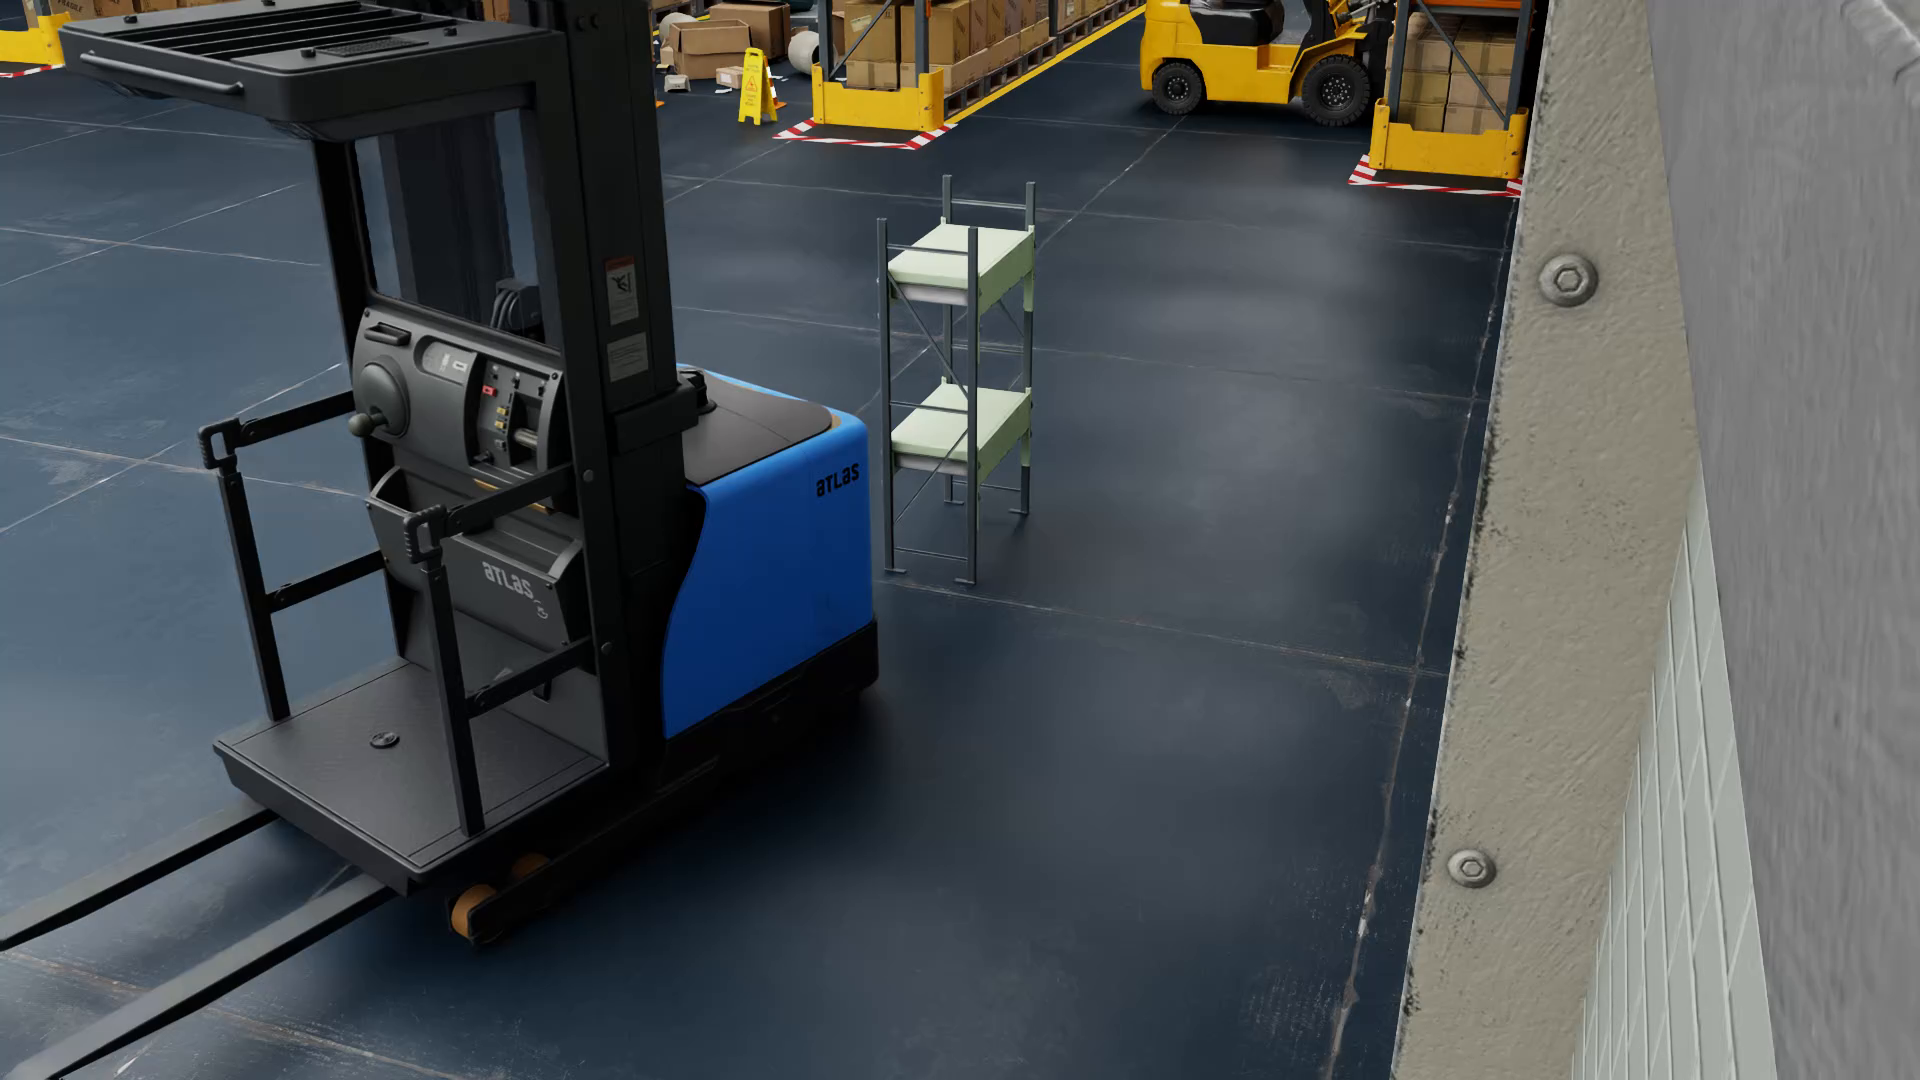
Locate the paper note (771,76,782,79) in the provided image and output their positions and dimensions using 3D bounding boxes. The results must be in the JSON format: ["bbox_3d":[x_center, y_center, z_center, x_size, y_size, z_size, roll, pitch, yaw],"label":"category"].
[{"bbox_3d":[-1.900,-4.742,17.022,0.148,0.019,0.142,20,32,35],"label":"paper note"}]

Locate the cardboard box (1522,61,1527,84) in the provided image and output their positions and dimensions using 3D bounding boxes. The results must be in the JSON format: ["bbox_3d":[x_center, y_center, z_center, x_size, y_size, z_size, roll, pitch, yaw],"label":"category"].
[{"bbox_3d":[5.119,-4.518,15.813,0.500,0.250,0.500,9,27,17],"label":"cardboard box"}]

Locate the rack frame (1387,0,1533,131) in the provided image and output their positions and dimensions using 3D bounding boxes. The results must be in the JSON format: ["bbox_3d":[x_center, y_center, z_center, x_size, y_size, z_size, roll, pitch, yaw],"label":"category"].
[{"bbox_3d":[3.920,-4.361,12.815,1.000,3.000,0.127,9,27,17],"label":"rack frame"}]

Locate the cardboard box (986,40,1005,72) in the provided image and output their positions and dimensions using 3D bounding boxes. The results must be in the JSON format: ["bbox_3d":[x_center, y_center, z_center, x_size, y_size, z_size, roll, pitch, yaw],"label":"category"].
[{"bbox_3d":[0.114,-4.757,16.306,0.500,0.250,0.500,11,28,21],"label":"cardboard box"}]

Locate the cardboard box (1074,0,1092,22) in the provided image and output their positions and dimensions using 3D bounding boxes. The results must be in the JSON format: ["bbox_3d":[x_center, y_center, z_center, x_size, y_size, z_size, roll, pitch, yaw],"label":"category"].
[{"bbox_3d":[0.977,-6.241,19.231,0.950,0.372,0.625,11,28,21],"label":"cardboard box"}]

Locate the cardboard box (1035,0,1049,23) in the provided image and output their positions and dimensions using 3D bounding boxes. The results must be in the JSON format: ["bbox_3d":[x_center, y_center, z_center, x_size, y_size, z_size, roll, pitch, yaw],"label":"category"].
[{"bbox_3d":[0.625,-5.730,17.455,0.500,0.500,0.500,8,27,17],"label":"cardboard box"}]

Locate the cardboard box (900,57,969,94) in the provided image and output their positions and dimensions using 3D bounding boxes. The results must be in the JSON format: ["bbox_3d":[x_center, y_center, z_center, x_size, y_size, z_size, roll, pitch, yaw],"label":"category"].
[{"bbox_3d":[-0.233,-4.322,15.408,0.500,0.250,0.500,9,27,17],"label":"cardboard box"}]

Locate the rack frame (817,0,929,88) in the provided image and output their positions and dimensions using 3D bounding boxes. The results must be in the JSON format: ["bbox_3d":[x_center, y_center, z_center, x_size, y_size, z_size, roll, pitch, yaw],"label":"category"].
[{"bbox_3d":[-0.762,-5.079,14.298,1.000,3.000,0.127,9,27,17],"label":"rack frame"}]

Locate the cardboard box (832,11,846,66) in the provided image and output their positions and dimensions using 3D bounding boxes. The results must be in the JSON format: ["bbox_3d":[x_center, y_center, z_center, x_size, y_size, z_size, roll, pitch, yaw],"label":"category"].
[{"bbox_3d":[-1.071,-5.356,17.735,0.500,0.500,0.500,-14,29,-27],"label":"cardboard box"}]

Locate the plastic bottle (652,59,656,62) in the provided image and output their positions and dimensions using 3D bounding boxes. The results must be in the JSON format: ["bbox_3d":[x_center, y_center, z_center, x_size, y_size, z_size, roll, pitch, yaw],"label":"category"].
[{"bbox_3d":[-3.390,-5.130,17.776,0.283,0.061,0.133,0,26,-1],"label":"plastic bottle"}]

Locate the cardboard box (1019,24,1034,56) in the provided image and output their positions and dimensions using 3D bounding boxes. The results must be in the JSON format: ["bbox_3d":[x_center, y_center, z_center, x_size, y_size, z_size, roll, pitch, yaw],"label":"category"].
[{"bbox_3d":[0.458,-5.172,17.164,0.500,0.250,0.500,8,27,16],"label":"cardboard box"}]

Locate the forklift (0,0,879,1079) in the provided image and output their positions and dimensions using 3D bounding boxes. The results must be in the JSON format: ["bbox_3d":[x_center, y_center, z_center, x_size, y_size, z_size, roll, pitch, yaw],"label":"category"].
[{"bbox_3d":[-1.604,-0.392,4.697,1.130,2.935,3.031,19,32,34],"label":"forklift"}]

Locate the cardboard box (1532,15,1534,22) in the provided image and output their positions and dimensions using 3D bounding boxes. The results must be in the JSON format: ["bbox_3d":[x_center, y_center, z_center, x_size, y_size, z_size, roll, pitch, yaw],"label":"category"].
[{"bbox_3d":[5.282,-4.951,16.134,0.500,0.250,0.500,8,27,16],"label":"cardboard box"}]

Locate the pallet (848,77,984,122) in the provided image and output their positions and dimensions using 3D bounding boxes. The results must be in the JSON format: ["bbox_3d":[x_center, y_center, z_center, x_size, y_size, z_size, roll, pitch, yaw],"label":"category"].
[{"bbox_3d":[-0.433,-4.184,15.649,1.003,0.211,1.213,9,27,17],"label":"pallet"}]

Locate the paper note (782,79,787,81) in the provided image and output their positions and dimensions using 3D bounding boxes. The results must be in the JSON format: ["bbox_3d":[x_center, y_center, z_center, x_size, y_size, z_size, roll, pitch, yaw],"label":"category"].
[{"bbox_3d":[-1.781,-4.676,16.896,0.032,0.001,0.123,9,27,17],"label":"paper note"}]

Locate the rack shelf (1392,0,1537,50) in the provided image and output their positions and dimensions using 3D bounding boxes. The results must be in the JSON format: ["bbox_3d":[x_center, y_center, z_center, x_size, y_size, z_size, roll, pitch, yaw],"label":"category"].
[{"bbox_3d":[4.586,-4.859,14.669,1.077,0.370,4.000,9,27,17],"label":"rack shelf"}]

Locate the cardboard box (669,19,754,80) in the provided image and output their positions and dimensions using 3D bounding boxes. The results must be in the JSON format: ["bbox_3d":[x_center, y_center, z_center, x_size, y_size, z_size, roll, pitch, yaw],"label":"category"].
[{"bbox_3d":[-2.565,-5.044,17.091,0.797,0.503,0.637,-9,27,-18],"label":"cardboard box"}]

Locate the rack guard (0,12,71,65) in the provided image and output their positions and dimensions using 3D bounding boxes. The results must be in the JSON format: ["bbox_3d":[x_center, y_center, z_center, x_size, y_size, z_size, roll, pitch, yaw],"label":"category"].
[{"bbox_3d":[-10.082,-5.422,17.875,1.175,0.500,0.348,9,27,17],"label":"rack guard"}]

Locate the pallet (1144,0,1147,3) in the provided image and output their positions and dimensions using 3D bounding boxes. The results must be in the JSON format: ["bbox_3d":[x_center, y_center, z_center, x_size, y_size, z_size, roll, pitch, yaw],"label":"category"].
[{"bbox_3d":[2.234,-7.425,22.342,1.003,0.211,1.213,9,27,17],"label":"pallet"}]

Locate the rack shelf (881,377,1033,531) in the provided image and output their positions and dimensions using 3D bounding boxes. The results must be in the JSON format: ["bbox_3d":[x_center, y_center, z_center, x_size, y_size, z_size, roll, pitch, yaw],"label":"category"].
[{"bbox_3d":[-0.002,-0.379,7.060,0.431,0.370,0.720,9,27,17],"label":"rack shelf"}]

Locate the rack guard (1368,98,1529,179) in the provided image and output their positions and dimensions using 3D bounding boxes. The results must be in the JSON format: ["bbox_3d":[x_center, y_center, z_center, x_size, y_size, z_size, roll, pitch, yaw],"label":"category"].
[{"bbox_3d":[3.912,-3.226,13.339,1.175,0.500,0.348,9,27,17],"label":"rack guard"}]

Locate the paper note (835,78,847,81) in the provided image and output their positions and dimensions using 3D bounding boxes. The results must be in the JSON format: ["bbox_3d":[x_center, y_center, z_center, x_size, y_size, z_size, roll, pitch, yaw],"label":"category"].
[{"bbox_3d":[-1.196,-4.692,16.907,0.142,0.019,0.148,0,26,-1],"label":"paper note"}]

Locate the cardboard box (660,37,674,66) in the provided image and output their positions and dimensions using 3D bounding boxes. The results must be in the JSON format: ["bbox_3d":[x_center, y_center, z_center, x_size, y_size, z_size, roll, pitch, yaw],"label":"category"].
[{"bbox_3d":[-2.968,-5.195,17.675,0.396,0.266,0.258,14,29,26],"label":"cardboard box"}]

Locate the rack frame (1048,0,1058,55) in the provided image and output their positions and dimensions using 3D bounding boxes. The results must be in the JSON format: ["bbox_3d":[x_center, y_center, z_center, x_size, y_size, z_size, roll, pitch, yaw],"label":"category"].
[{"bbox_3d":[0.569,-6.723,17.693,1.000,3.000,0.127,9,27,17],"label":"rack frame"}]

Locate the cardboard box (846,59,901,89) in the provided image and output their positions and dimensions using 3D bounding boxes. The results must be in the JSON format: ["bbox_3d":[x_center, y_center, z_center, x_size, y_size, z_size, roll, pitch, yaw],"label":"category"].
[{"bbox_3d":[-0.739,-4.412,15.593,0.500,0.250,0.500,9,27,17],"label":"cardboard box"}]

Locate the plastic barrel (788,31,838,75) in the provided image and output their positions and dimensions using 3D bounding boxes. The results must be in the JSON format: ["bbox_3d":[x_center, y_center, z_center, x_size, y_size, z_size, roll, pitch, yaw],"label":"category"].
[{"bbox_3d":[-1.502,-4.988,17.066,0.421,0.421,0.512,-14,29,-27],"label":"plastic barrel"}]

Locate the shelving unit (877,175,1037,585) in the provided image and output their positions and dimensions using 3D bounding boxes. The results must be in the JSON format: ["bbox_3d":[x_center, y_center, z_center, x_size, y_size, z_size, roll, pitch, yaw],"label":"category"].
[{"bbox_3d":[-0.002,-0.672,6.917,0.431,1.500,0.755,9,27,17],"label":"shelving unit"}]

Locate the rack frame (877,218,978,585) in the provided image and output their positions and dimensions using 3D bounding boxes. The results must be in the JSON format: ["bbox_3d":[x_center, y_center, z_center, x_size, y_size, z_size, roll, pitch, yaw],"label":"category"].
[{"bbox_3d":[-0.124,-0.522,6.607,0.400,1.500,0.023,9,27,17],"label":"rack frame"}]

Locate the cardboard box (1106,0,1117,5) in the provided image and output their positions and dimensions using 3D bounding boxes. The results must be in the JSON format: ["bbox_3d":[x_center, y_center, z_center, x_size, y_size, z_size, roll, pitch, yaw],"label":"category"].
[{"bbox_3d":[1.465,-6.838,20.464,0.950,0.372,0.625,8,27,16],"label":"cardboard box"}]

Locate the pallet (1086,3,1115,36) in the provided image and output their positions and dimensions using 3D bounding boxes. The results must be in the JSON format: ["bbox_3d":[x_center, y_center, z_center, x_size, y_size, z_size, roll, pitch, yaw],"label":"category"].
[{"bbox_3d":[1.231,-6.291,20.001,1.003,0.211,1.213,9,27,17],"label":"pallet"}]

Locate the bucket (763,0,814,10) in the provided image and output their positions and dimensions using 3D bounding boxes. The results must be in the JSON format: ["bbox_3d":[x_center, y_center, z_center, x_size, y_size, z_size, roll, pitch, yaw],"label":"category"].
[{"bbox_3d":[-2.004,-6.220,18.666,0.726,0.611,0.620,20,22,35],"label":"bucket"}]

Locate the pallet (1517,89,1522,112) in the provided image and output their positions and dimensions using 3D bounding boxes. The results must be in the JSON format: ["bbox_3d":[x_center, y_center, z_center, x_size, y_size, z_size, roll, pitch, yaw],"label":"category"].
[{"bbox_3d":[4.543,-3.926,15.116,1.003,0.211,1.213,9,27,17],"label":"pallet"}]

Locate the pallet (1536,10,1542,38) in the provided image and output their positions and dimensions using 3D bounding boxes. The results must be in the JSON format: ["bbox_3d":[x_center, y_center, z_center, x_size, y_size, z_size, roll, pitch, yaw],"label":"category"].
[{"bbox_3d":[6.271,-6.061,19.525,1.003,0.211,1.213,9,27,17],"label":"pallet"}]

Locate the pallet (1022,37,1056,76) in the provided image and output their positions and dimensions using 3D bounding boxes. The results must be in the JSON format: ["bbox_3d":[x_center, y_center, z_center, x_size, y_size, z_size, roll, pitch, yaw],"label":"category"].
[{"bbox_3d":[0.379,-5.187,17.720,1.003,0.211,1.213,9,27,17],"label":"pallet"}]

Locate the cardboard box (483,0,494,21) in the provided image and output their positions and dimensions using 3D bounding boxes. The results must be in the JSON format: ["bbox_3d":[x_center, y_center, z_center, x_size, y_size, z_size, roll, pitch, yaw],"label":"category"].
[{"bbox_3d":[-5.300,-5.276,16.662,0.875,0.875,0.875,9,27,18],"label":"cardboard box"}]

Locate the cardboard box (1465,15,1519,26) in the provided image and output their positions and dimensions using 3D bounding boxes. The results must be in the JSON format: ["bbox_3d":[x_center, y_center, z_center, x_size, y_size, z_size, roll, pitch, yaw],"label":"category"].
[{"bbox_3d":[4.598,-4.342,14.302,0.500,0.250,0.500,9,27,17],"label":"cardboard box"}]

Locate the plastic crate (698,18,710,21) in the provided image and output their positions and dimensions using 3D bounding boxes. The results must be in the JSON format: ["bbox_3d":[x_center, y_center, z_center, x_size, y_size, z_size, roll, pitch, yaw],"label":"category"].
[{"bbox_3d":[-2.955,-5.898,19.150,0.662,0.188,0.450,-20,23,-36],"label":"plastic crate"}]

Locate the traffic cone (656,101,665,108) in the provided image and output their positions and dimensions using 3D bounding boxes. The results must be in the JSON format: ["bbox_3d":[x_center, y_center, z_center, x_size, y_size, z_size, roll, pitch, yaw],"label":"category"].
[{"bbox_3d":[-2.995,-4.322,15.646,0.336,0.463,0.334,9,27,17],"label":"traffic cone"}]

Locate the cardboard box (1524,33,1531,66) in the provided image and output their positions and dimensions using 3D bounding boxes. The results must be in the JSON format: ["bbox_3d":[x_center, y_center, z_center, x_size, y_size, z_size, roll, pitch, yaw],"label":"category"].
[{"bbox_3d":[4.957,-4.530,15.263,0.500,0.250,0.500,9,27,17],"label":"cardboard box"}]

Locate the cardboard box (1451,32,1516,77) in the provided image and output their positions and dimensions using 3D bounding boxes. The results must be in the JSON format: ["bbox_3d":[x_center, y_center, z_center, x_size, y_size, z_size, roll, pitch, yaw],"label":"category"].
[{"bbox_3d":[4.258,-3.932,13.456,0.500,0.250,0.500,8,27,17],"label":"cardboard box"}]

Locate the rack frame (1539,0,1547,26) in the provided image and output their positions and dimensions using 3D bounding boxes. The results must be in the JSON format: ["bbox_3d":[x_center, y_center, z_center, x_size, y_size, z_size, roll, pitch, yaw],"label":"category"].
[{"bbox_3d":[6.582,-7.648,19.605,1.000,3.000,0.127,9,27,17],"label":"rack frame"}]

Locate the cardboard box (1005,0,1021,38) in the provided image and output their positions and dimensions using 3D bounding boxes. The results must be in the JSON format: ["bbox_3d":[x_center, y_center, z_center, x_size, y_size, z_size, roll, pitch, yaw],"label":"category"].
[{"bbox_3d":[0.289,-5.311,16.589,0.500,0.500,0.500,10,28,20],"label":"cardboard box"}]

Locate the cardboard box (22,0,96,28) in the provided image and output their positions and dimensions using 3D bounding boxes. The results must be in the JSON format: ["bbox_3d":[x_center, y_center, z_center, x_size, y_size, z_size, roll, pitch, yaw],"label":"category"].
[{"bbox_3d":[-9.884,-5.834,18.244,0.500,0.500,0.500,14,29,27],"label":"cardboard box"}]

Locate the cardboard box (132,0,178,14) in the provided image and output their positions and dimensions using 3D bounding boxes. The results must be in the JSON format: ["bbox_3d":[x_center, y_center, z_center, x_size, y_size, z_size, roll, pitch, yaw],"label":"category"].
[{"bbox_3d":[-9.491,-6.339,19.288,0.500,0.500,0.500,11,28,22],"label":"cardboard box"}]

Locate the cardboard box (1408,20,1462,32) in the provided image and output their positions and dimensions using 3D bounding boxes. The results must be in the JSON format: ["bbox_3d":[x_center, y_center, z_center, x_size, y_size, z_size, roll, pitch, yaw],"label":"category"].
[{"bbox_3d":[3.944,-4.207,14.024,0.500,0.250,0.500,9,27,18],"label":"cardboard box"}]

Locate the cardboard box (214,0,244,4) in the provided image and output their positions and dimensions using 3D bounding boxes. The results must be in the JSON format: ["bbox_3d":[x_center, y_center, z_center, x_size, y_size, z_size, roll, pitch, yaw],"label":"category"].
[{"bbox_3d":[-9.130,-6.829,20.299,0.500,0.500,0.500,19,32,34],"label":"cardboard box"}]

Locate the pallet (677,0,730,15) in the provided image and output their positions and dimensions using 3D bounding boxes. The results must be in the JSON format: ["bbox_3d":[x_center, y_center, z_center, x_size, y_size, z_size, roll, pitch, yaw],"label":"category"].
[{"bbox_3d":[-3.542,-6.975,21.414,1.003,0.211,1.213,9,27,17],"label":"pallet"}]

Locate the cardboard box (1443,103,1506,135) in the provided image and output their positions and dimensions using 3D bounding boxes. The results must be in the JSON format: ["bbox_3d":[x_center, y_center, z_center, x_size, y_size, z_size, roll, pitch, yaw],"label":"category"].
[{"bbox_3d":[4.268,-3.486,13.681,0.500,0.250,0.500,9,27,18],"label":"cardboard box"}]

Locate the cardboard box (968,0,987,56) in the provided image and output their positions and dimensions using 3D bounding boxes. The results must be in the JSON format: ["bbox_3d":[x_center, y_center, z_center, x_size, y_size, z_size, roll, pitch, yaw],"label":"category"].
[{"bbox_3d":[-0.056,-4.885,15.710,0.500,0.500,0.500,8,27,16],"label":"cardboard box"}]

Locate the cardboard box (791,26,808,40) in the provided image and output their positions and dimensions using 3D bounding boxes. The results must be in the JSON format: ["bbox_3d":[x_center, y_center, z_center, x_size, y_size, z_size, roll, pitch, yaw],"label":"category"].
[{"bbox_3d":[-1.726,-5.469,18.240,0.258,0.266,0.396,-9,27,-18],"label":"cardboard box"}]

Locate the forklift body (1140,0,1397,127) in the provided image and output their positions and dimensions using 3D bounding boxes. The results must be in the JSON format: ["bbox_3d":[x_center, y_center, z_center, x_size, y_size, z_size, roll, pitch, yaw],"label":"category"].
[{"bbox_3d":[2.831,-5.023,15.155,2.313,2.155,1.214,9,27,17],"label":"forklift body"}]

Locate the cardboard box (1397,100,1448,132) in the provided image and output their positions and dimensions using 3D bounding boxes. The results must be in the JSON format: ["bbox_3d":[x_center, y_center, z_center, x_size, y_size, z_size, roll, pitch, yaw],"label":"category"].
[{"bbox_3d":[3.778,-3.551,13.816,0.500,0.250,0.500,9,27,18],"label":"cardboard box"}]

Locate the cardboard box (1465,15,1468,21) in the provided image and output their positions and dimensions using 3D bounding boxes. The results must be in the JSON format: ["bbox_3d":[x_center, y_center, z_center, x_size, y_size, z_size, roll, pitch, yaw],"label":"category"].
[{"bbox_3d":[4.278,-4.623,14.883,0.500,0.250,0.500,8,27,16],"label":"cardboard box"}]
